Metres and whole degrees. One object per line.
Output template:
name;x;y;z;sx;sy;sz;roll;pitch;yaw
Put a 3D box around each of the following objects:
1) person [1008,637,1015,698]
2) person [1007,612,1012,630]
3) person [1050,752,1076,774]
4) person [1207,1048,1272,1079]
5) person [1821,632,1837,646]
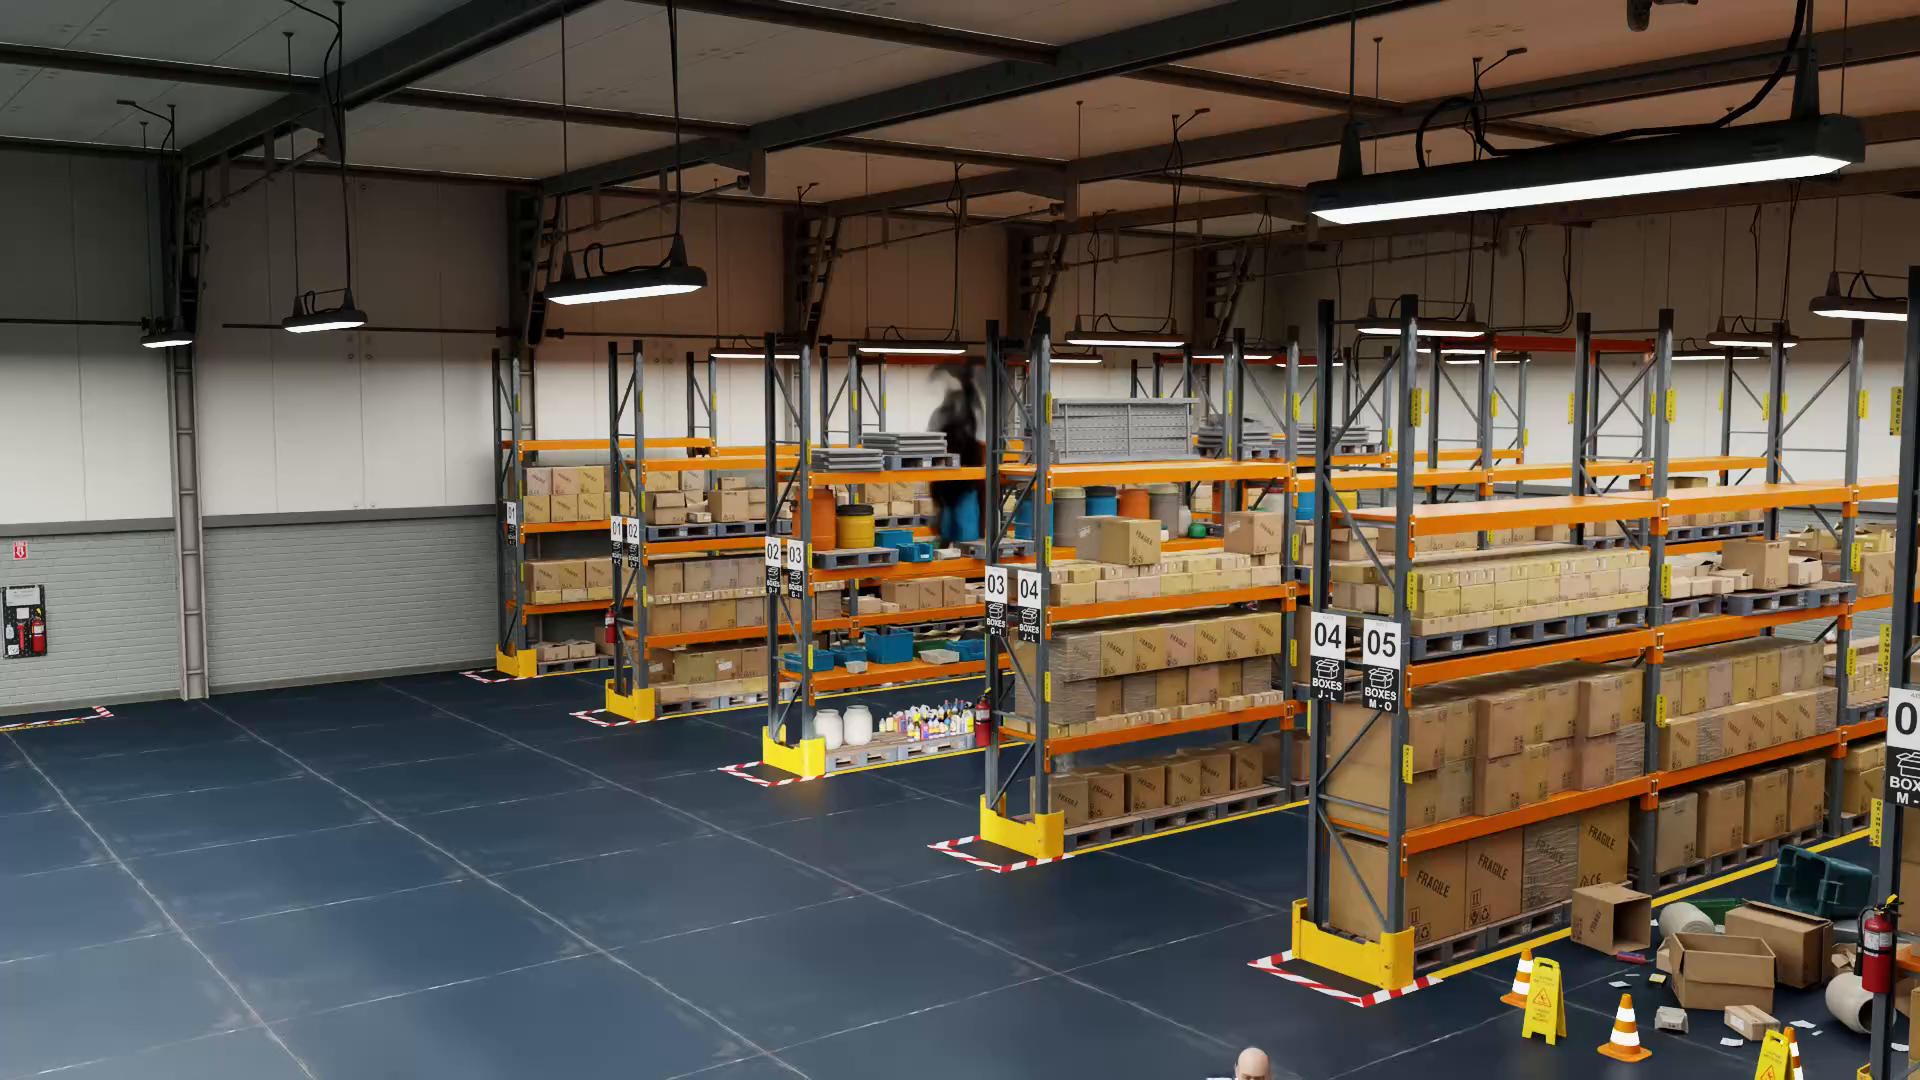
person;1.105;1.839;28.442;0.625;1.654;0.724;5;7;44
person;1.045;1.264;34.523;0.712;1.764;0.918;4;7;40
person;1.330;2.404;22.132;0.569;1.634;0.586;-4;7;-40
person;1.617;3.531;9.187;0.712;1.727;0.888;1;5;8
person;12.418;2.190;23.755;1.033;1.775;0.685;-4;6;-37
